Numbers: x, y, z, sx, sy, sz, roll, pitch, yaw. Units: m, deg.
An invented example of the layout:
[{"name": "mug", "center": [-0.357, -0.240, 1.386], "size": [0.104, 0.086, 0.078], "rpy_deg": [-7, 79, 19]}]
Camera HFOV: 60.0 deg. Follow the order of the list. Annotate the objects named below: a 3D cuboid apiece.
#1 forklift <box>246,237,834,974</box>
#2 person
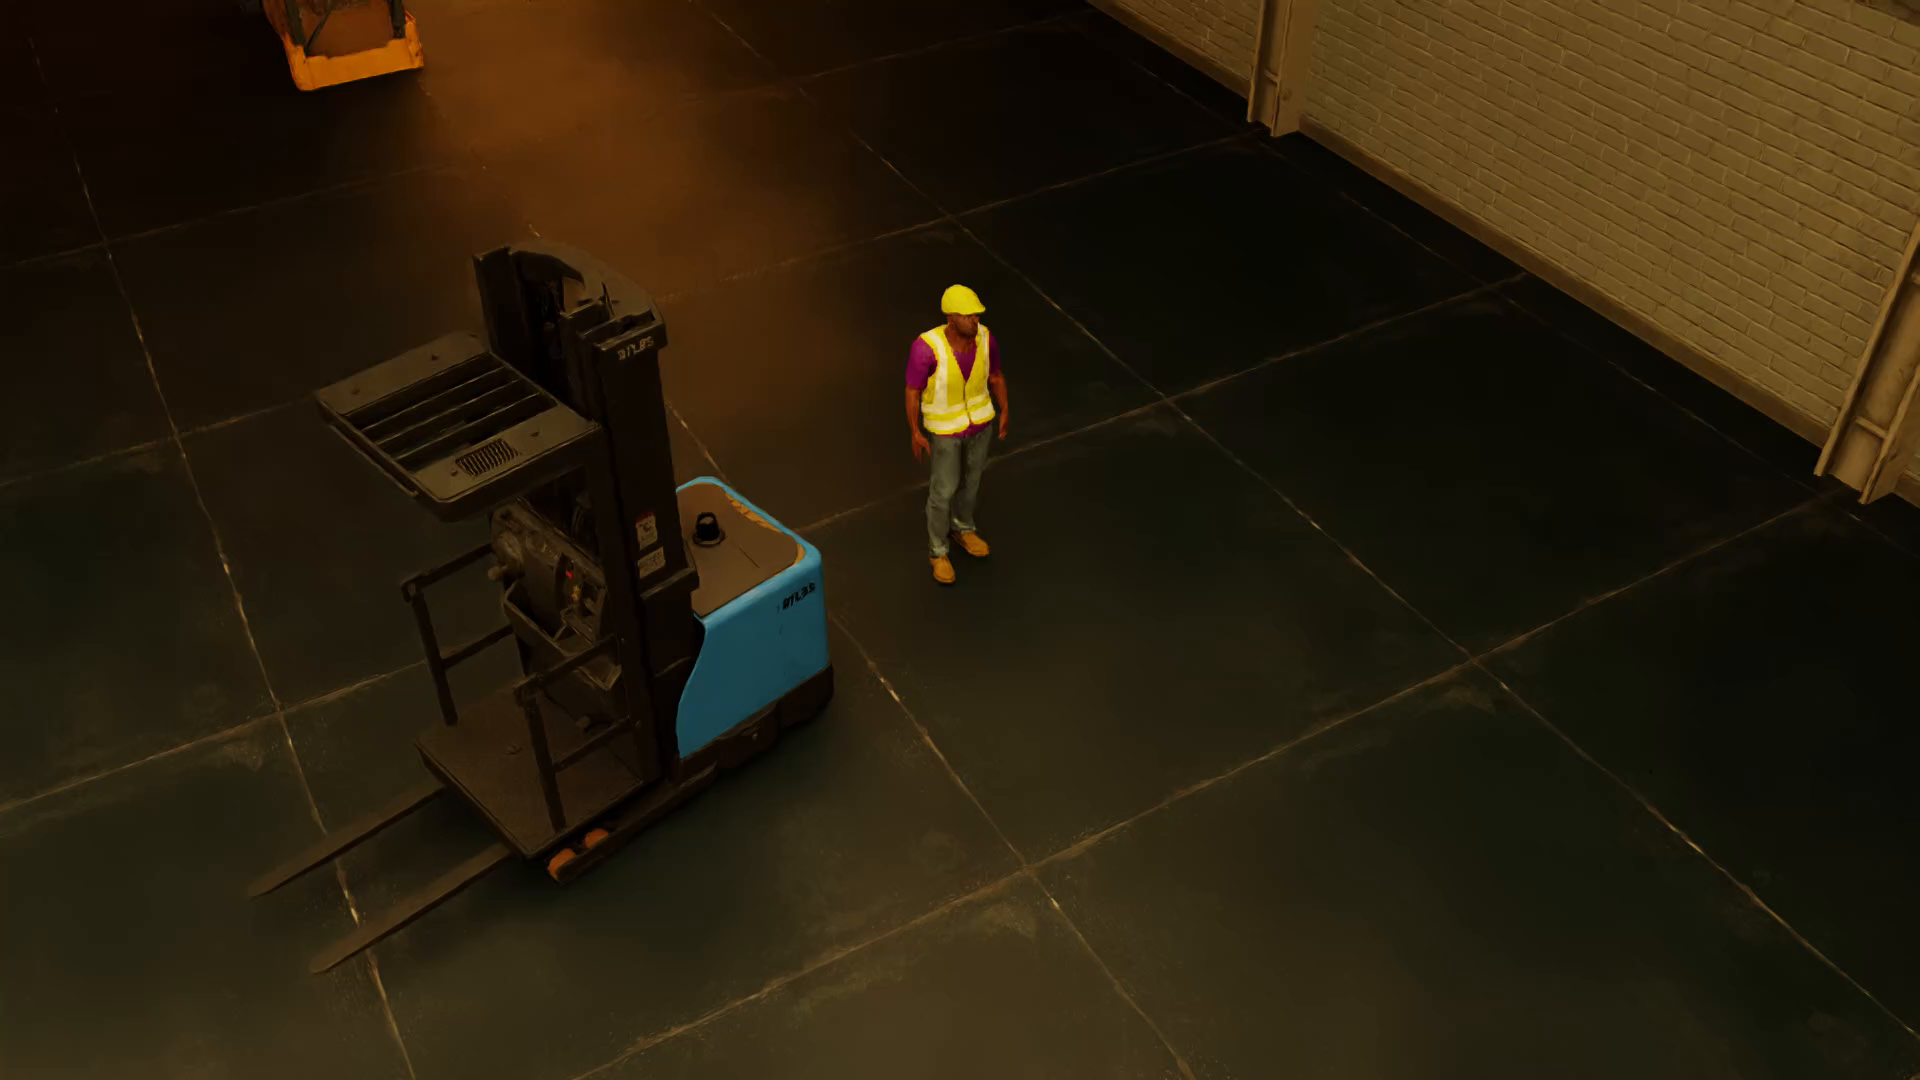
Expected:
[{"name": "forklift", "center": [-2.104, 0.199, 7.796], "size": [3.031, 2.935, 1.130], "rpy_deg": [-32, 49, -33]}, {"name": "person", "center": [0.030, -0.645, 9.715], "size": [0.665, 1.766, 0.576], "rpy_deg": [-20, 44, -23]}]
